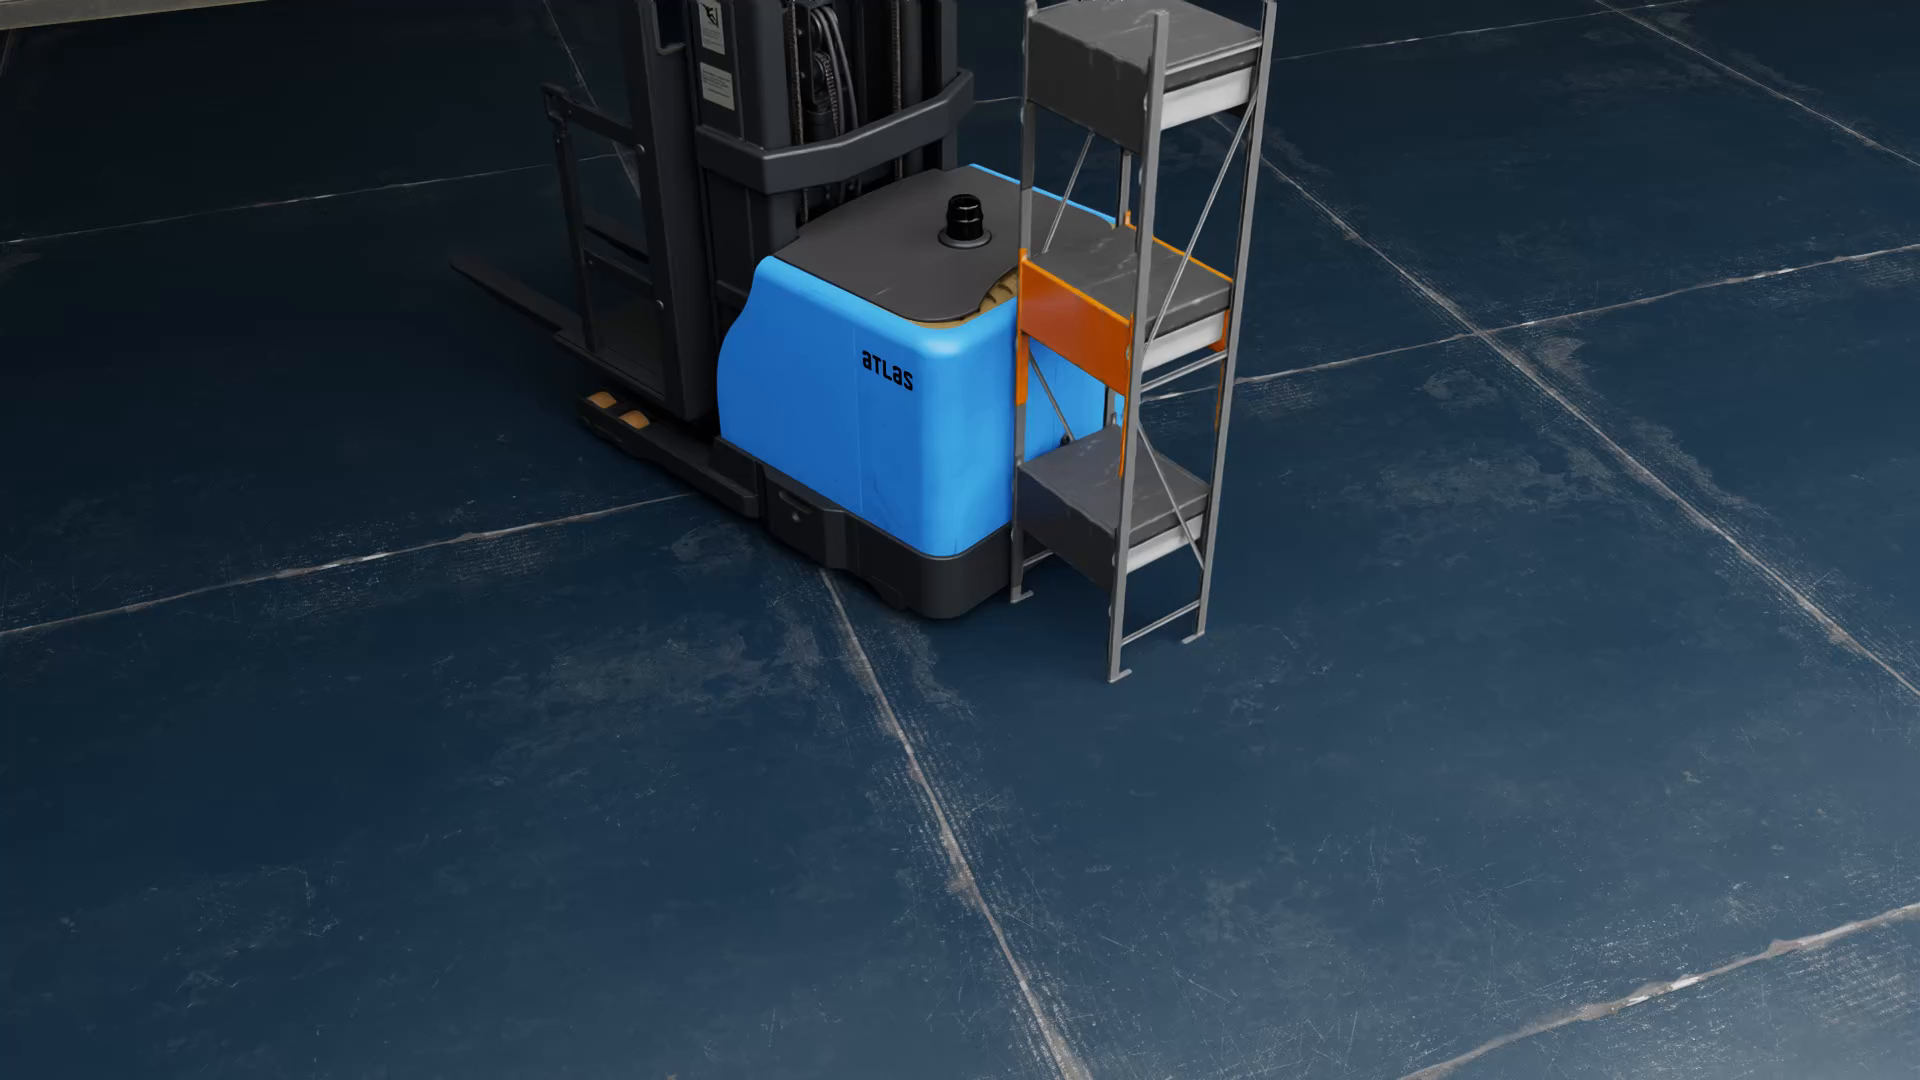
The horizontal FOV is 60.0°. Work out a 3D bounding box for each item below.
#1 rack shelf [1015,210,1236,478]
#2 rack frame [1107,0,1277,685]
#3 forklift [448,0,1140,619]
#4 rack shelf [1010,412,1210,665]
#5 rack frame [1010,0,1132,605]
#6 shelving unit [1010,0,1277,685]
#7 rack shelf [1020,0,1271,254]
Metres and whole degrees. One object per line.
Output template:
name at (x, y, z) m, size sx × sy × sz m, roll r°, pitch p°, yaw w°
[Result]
rack shelf at (0.475, -0.572, 4.787) m, size 0.431 × 0.518 × 0.480 m, roll -24°, pitch 43°, yaw -29°
rack frame at (0.621, -0.465, 4.622) m, size 0.400 × 2.100 × 0.015 m, roll -24°, pitch 43°, yaw -29°
forklift at (-0.802, -1.686, 5.553) m, size 3.031 × 2.935 × 1.130 m, roll 29°, pitch 46°, yaw 33°
rack shelf at (0.475, -0.013, 5.208) m, size 0.431 × 0.518 × 0.480 m, roll -24°, pitch 43°, yaw -29°
rack frame at (0.328, -0.700, 4.935) m, size 0.400 × 2.100 × 0.015 m, roll -24°, pitch 43°, yaw -29°
shelving unit at (0.475, -0.583, 4.778) m, size 0.431 × 2.100 × 0.503 m, roll -24°, pitch 43°, yaw -29°
rack shelf at (0.475, -1.131, 4.366) m, size 0.431 × 0.518 × 0.480 m, roll -24°, pitch 43°, yaw -29°
